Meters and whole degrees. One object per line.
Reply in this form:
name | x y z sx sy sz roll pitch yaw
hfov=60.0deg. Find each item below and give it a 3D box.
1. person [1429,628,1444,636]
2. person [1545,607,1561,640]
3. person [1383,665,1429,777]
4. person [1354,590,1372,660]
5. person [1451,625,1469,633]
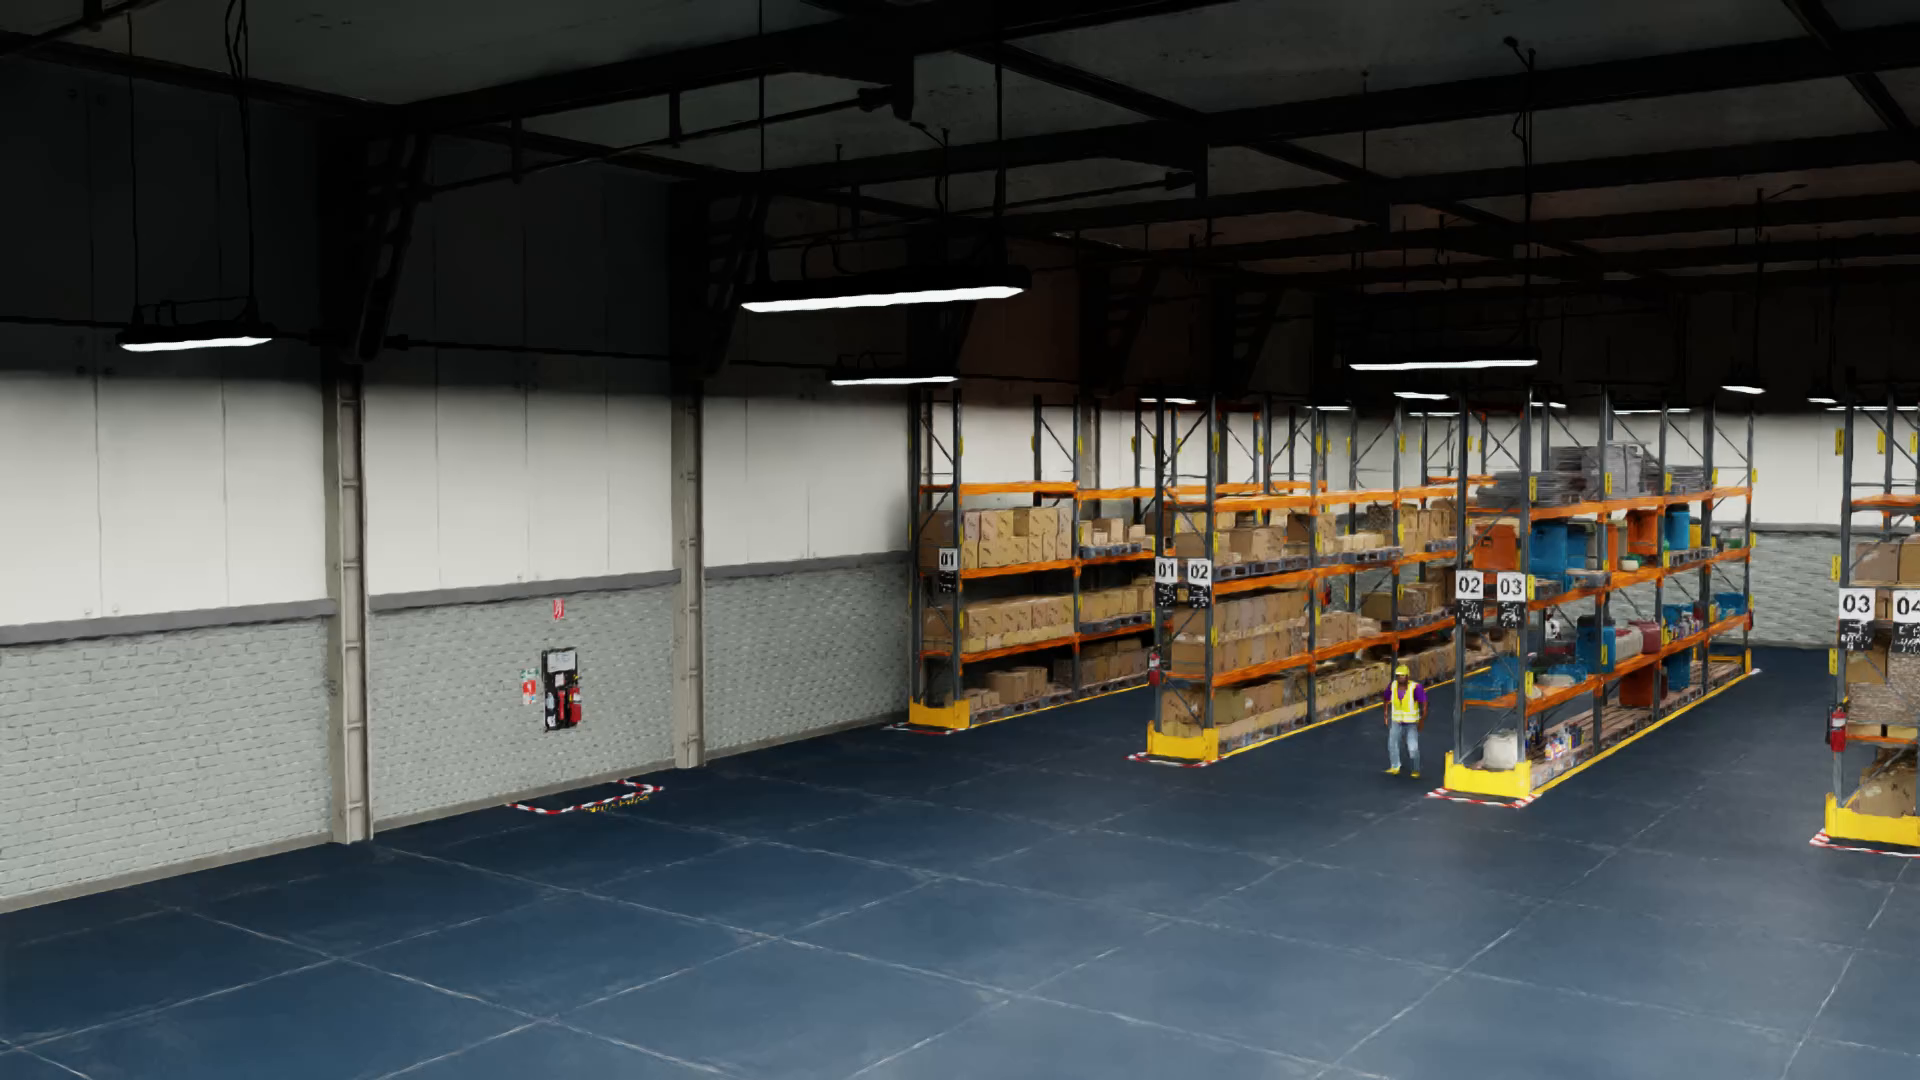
person | 11.692 1.787 40.791 0.425 1.779 0.598 1 3 21
person | 12.421 2.192 35.077 0.456 1.589 1.088 3 4 38
person | 6.700 2.724 25.079 0.719 1.713 0.578 2 4 36
person | 9.282 1.987 37.553 1.104 1.714 0.575 -3 5 -45
person | 13.187 1.679 43.507 0.623 1.667 0.449 -2 4 -25
